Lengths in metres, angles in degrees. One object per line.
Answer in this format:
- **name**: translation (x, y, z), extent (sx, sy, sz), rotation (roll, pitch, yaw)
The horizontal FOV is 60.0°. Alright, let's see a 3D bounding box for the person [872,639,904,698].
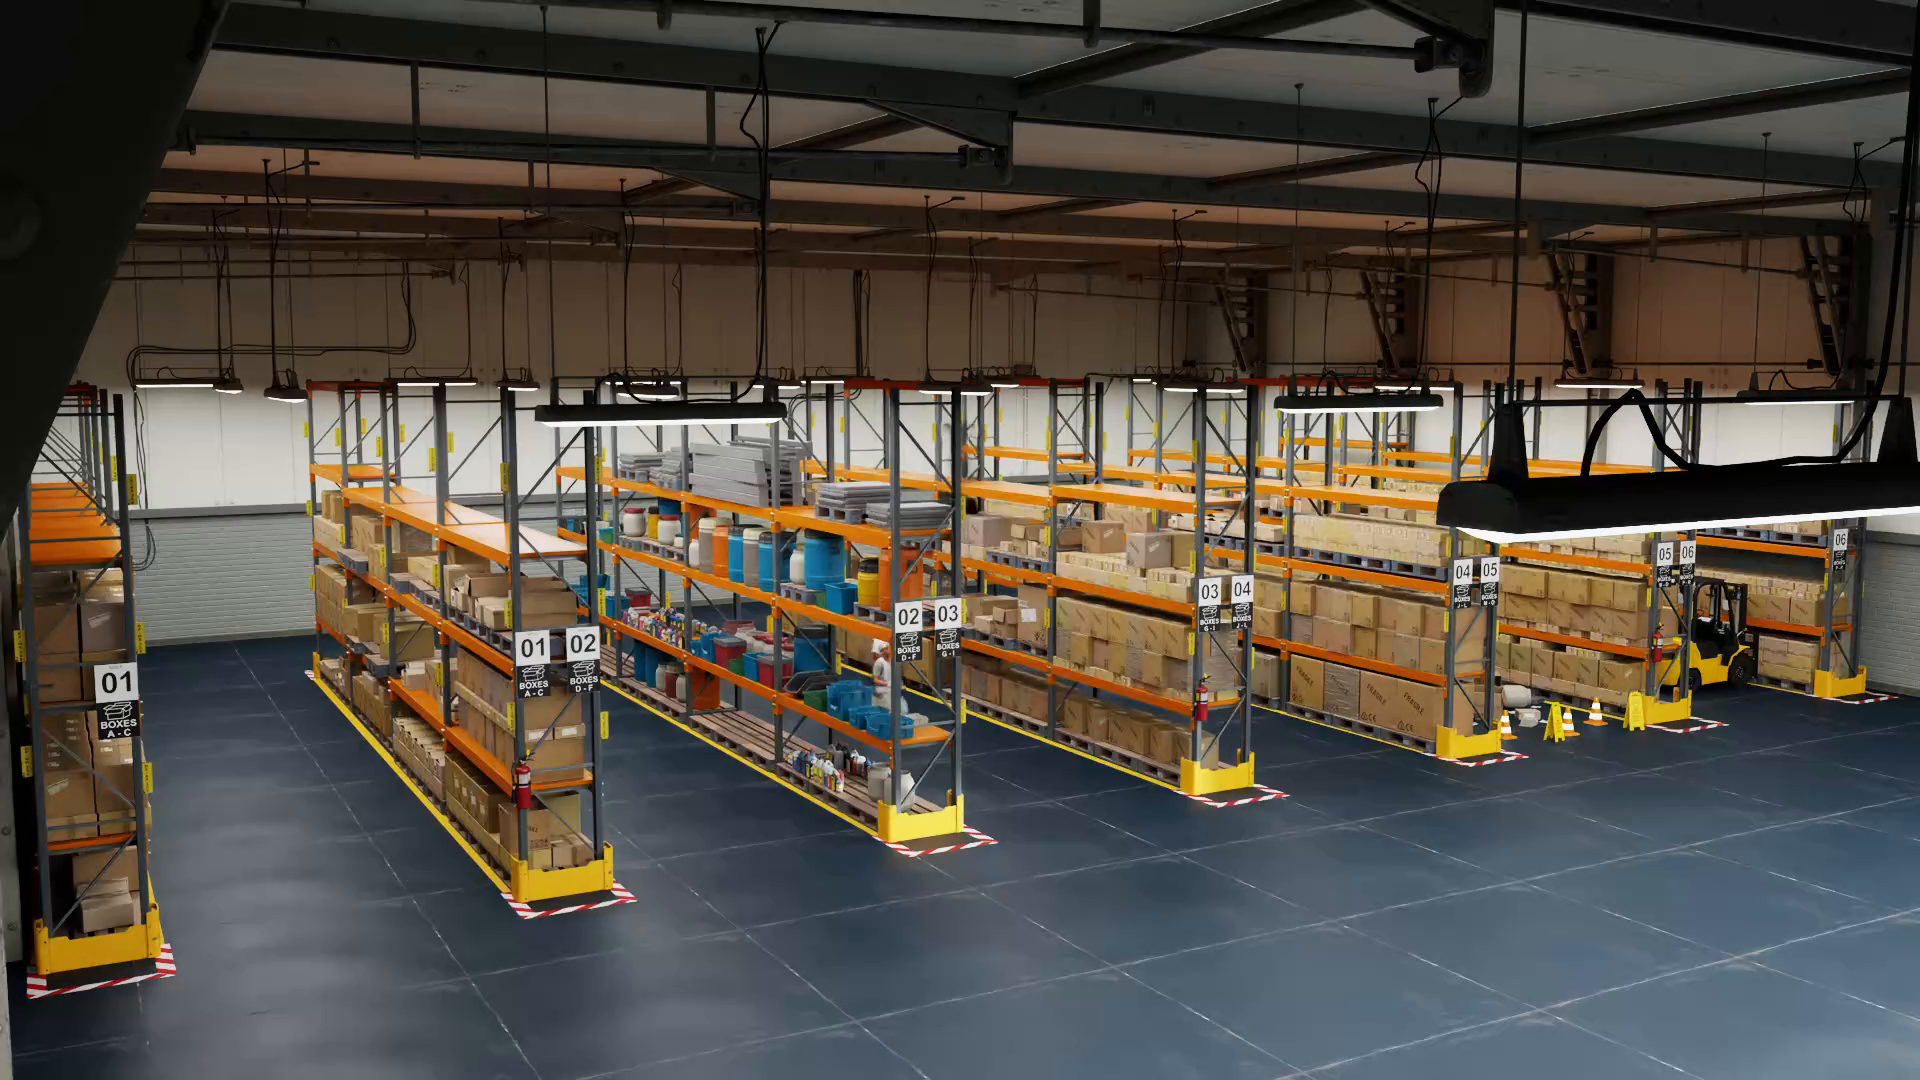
- **person**: translation (-1.307, 2.300, 29.777), extent (0.727, 1.793, 0.839), rotation (-5, 8, -37)

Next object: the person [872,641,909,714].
- **person**: translation (-1.156, 2.534, 27.670), extent (0.527, 1.724, 0.695), rotation (6, 8, 42)
